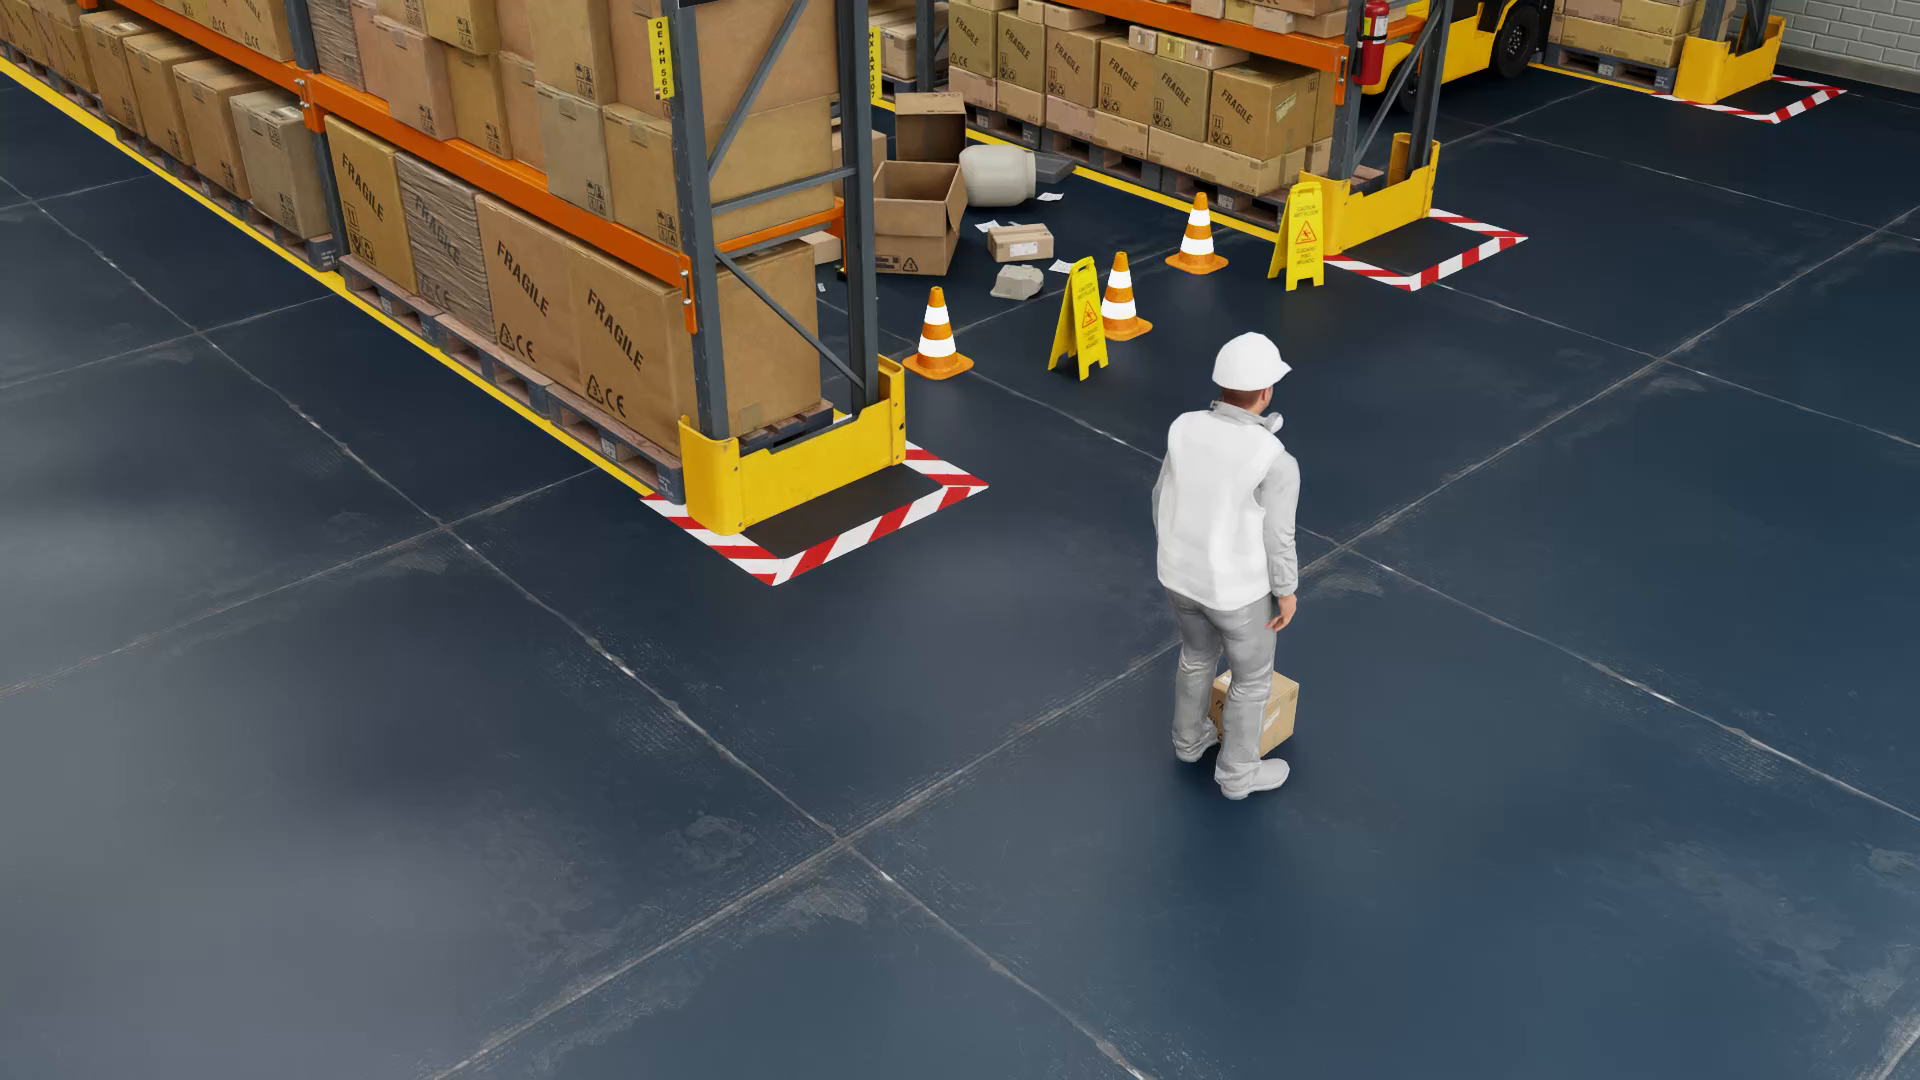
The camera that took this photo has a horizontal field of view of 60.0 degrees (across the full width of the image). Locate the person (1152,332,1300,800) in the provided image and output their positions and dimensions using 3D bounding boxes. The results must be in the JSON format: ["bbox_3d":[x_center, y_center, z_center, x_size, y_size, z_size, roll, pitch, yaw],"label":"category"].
[{"bbox_3d":[0.948,0.105,5.939,0.583,1.770,0.476,27,41,36],"label":"person"}]
